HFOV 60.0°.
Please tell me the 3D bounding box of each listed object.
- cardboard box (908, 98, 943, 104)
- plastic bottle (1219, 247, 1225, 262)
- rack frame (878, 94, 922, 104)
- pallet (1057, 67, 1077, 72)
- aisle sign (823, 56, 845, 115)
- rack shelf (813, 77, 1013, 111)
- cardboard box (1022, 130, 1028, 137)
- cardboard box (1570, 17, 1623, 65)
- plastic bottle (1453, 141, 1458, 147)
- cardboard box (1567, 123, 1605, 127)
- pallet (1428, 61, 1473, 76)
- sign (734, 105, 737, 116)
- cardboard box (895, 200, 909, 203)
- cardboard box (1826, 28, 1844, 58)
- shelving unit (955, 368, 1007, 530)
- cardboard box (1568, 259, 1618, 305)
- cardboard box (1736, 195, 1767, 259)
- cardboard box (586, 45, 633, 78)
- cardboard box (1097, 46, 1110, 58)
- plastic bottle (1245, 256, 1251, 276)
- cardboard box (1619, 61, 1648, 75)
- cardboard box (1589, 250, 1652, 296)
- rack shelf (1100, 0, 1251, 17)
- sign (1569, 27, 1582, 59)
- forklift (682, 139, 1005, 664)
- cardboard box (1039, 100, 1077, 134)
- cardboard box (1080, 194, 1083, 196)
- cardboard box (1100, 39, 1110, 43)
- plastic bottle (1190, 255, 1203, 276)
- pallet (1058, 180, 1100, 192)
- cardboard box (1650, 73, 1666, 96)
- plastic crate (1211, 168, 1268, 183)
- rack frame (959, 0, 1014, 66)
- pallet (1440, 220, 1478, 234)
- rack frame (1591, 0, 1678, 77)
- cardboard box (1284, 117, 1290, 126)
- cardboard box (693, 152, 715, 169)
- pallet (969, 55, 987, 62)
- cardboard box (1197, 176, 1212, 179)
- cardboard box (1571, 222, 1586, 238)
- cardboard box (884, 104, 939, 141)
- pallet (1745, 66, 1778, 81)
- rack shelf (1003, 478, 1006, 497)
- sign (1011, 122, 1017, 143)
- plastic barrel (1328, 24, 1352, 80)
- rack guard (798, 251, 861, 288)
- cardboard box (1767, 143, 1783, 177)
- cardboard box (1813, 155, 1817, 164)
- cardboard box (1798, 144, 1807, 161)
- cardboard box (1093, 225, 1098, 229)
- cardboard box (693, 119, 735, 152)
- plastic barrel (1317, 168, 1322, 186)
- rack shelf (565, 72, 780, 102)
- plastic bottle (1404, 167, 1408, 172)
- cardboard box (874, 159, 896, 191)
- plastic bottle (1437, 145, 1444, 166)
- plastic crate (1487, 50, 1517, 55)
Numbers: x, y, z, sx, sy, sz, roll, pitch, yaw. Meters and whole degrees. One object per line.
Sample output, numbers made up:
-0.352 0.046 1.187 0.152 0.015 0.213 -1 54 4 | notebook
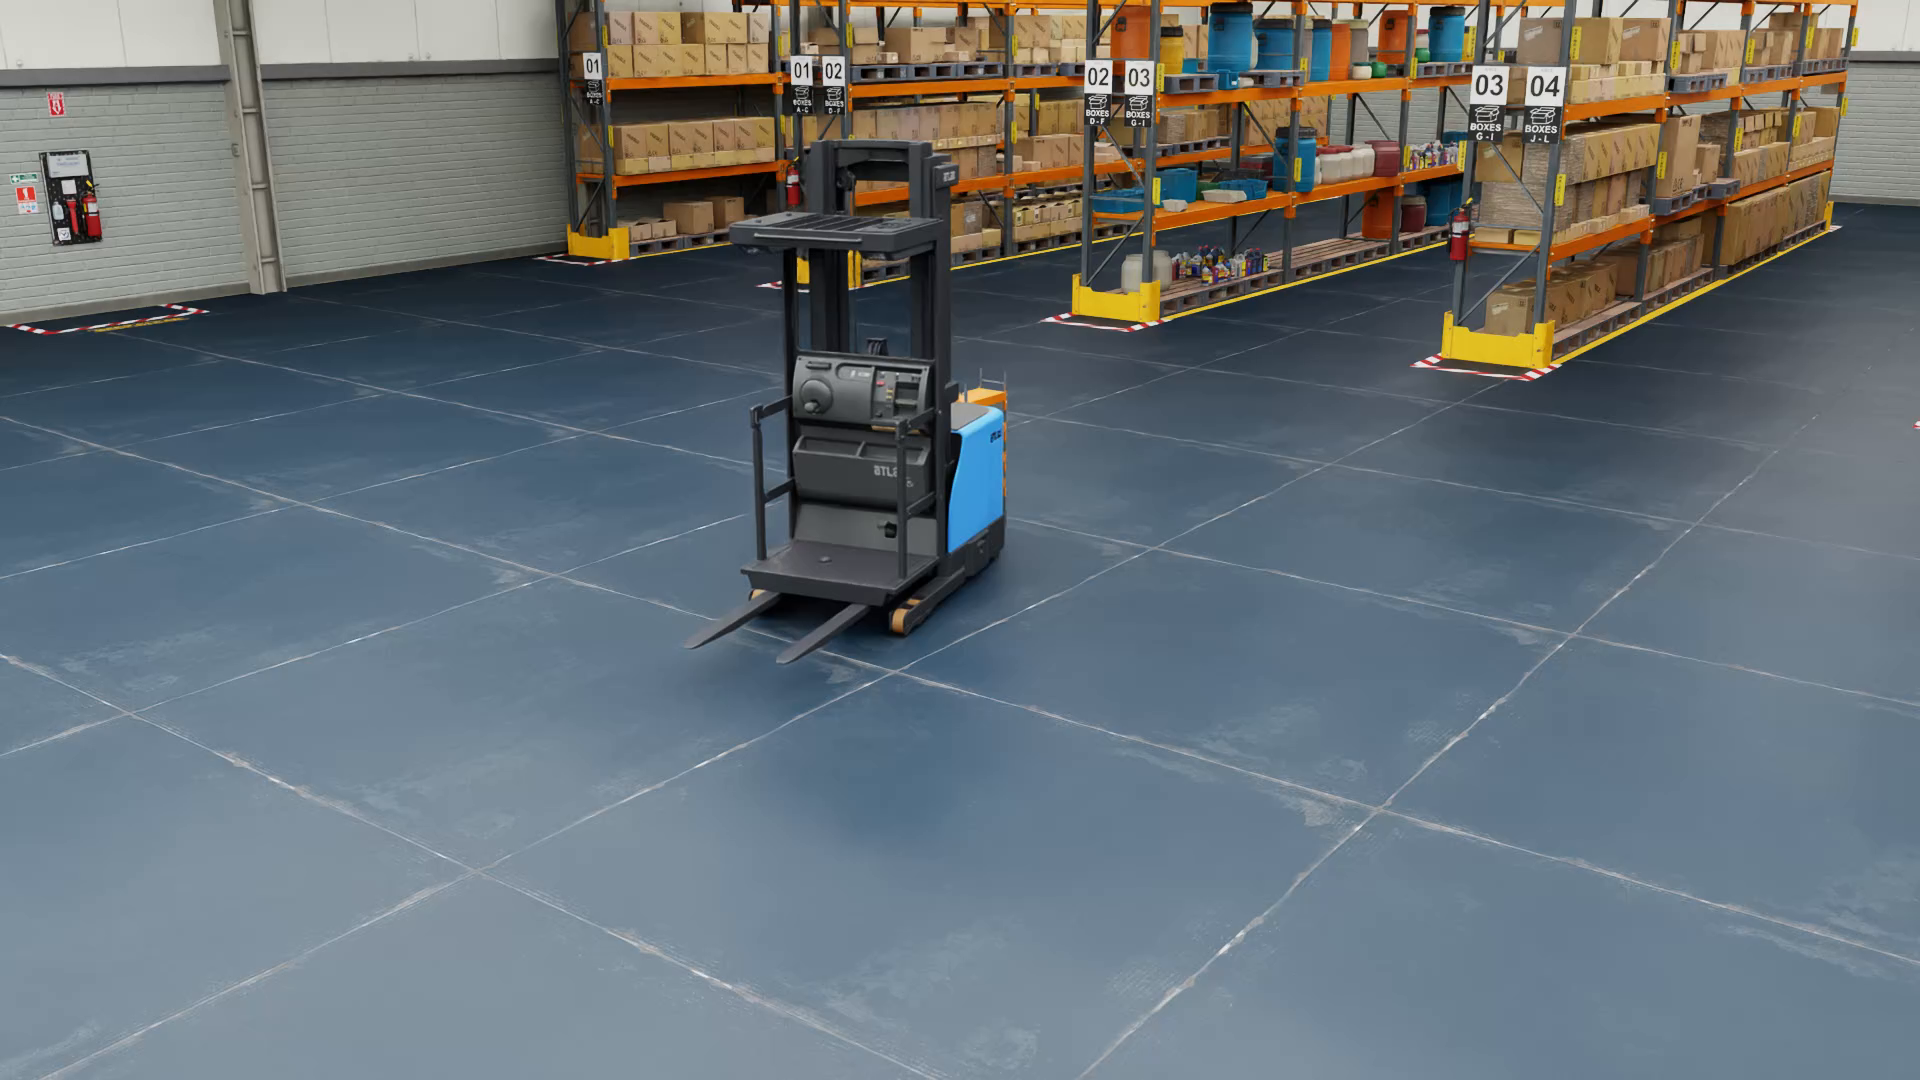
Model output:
-0.688 -8.591 32.883 0.500 0.250 0.500 13 22 36 | cardboard box
3.848 -4.170 24.472 0.097 0.271 0.097 0 17 0 | plastic bottle
-1.183 -7.964 32.833 1.000 3.000 0.127 12 21 35 | rack frame
2.465 -8.255 29.029 1.213 0.211 1.003 14 22 37 | pallet
-1.762 -6.356 23.271 0.394 0.787 0.004 12 21 35 | aisle sign
-0.777 -6.750 25.077 1.077 0.370 4.000 12 21 35 | rack shelf
1.226 -8.676 35.515 0.380 0.149 0.250 13 21 35 | cardboard box
7.086 -5.600 18.648 0.500 0.500 0.500 12 21 34 | cardboard box
8.756 -6.892 29.462 0.144 0.351 0.185 12 21 35 | plastic bottle
7.599 -4.872 20.517 0.500 0.500 0.500 12 21 35 | cardboard box
8.095 -8.034 28.318 1.003 0.211 1.213 12 21 35 | pallet
-4.014 -7.662 29.906 0.100 0.325 0.005 12 21 35 | sign
-0.709 -5.089 26.239 0.500 0.500 0.500 12 21 35 | cardboard box
15.251 -8.839 29.547 0.700 0.500 0.500 11 20 31 | cardboard box
0.099 -0.612 12.193 0.258 1.200 0.503 12 21 35 | shelving unit
8.097 -3.304 21.334 0.500 0.500 0.500 12 21 33 | cardboard box
11.716 -4.896 25.827 1.225 0.875 0.875 12 21 35 | cardboard box
-5.550 -7.584 26.349 0.500 0.500 0.500 13 22 36 | cardboard box
2.275 -8.405 28.740 0.500 0.250 0.500 13 22 36 | cardboard box
4.060 -3.878 23.511 0.061 0.283 0.133 14 22 38 | plastic bottle
7.950 -5.616 19.793 0.380 0.149 0.250 12 21 33 | cardboard box
8.751 -3.545 22.073 0.700 0.500 0.500 11 20 31 | cardboard box
3.989 -9.897 30.827 1.077 0.370 4.000 12 21 35 | rack shelf
6.420 -5.187 17.358 0.100 0.325 0.005 12 21 35 | sign
-0.711 -0.951 10.363 1.130 2.935 3.031 7 19 21 | forklift
1.976 -9.360 36.820 0.980 0.700 0.700 12 21 33 | cardboard box
2.379 -5.952 29.335 0.500 0.311 0.500 12 21 34 | cardboard box
3.051 -11.134 37.356 0.500 0.250 0.500 11 21 33 | cardboard box
3.344 -3.885 23.548 0.152 0.276 0.135 12 21 35 | plastic bottle
2.443 -8.045 37.793 1.003 0.211 1.213 12 21 35 | pallet
8.306 -5.592 20.388 0.500 0.250 0.500 13 22 37 | cardboard box
3.976 -5.129 23.808 0.767 0.338 0.504 12 21 35 | plastic crate
0.414 -9.002 26.059 1.000 3.000 0.127 12 21 35 | rack frame
8.664 -5.658 30.109 1.003 0.211 1.213 12 21 35 | pallet
8.368 -7.251 20.420 1.000 3.000 0.127 12 21 35 | rack frame
6.608 -8.526 34.474 0.500 0.500 0.500 12 21 34 | cardboard box
-4.495 -6.424 28.090 0.500 0.250 0.500 13 21 35 | cardboard box
-0.178 -9.736 33.800 1.003 0.211 1.213 14 22 37 | pallet
4.697 -6.987 33.158 0.500 0.500 0.500 11 21 32 | cardboard box
6.958 -3.574 19.117 0.380 0.149 0.250 12 21 35 | cardboard box
-0.742 -6.339 25.243 0.700 0.500 0.500 12 21 35 | cardboard box
11.756 -7.111 25.344 1.003 0.211 1.213 14 22 37 | pallet
0.099 -0.359 12.272 0.258 0.148 0.480 12 21 35 | rack shelf
0.861 -6.491 26.494 0.100 0.325 0.005 12 21 35 | sign
5.720 -7.538 25.679 0.600 0.830 0.708 12 21 35 | plastic barrel
-1.983 -3.985 24.234 1.175 0.500 0.348 12 21 35 | rack guard
12.775 -6.063 26.541 0.500 0.500 0.500 13 22 36 | cardboard box
14.659 -6.617 28.917 0.380 0.149 0.250 13 21 36 | cardboard box
13.925 -6.545 28.013 0.500 0.250 0.500 12 21 34 | cardboard box
2.074 -5.566 29.039 0.500 0.250 0.500 13 21 36 | cardboard box
-4.201 -6.903 28.368 0.500 0.500 0.500 12 21 33 | cardboard box
5.302 -5.483 25.076 0.301 0.262 0.301 0 17 0 | plastic barrel
-4.758 -7.624 27.893 1.077 0.370 4.000 12 21 35 | rack shelf
7.291 -6.201 27.362 0.152 0.276 0.135 12 21 35 | plastic bottle
-1.372 -5.467 24.623 0.700 0.500 0.500 13 22 36 | cardboard box
8.216 -6.604 28.535 0.144 0.351 0.185 12 21 35 | plastic bottle
10.409 -9.207 31.880 0.504 0.338 0.767 12 21 35 | plastic crate
